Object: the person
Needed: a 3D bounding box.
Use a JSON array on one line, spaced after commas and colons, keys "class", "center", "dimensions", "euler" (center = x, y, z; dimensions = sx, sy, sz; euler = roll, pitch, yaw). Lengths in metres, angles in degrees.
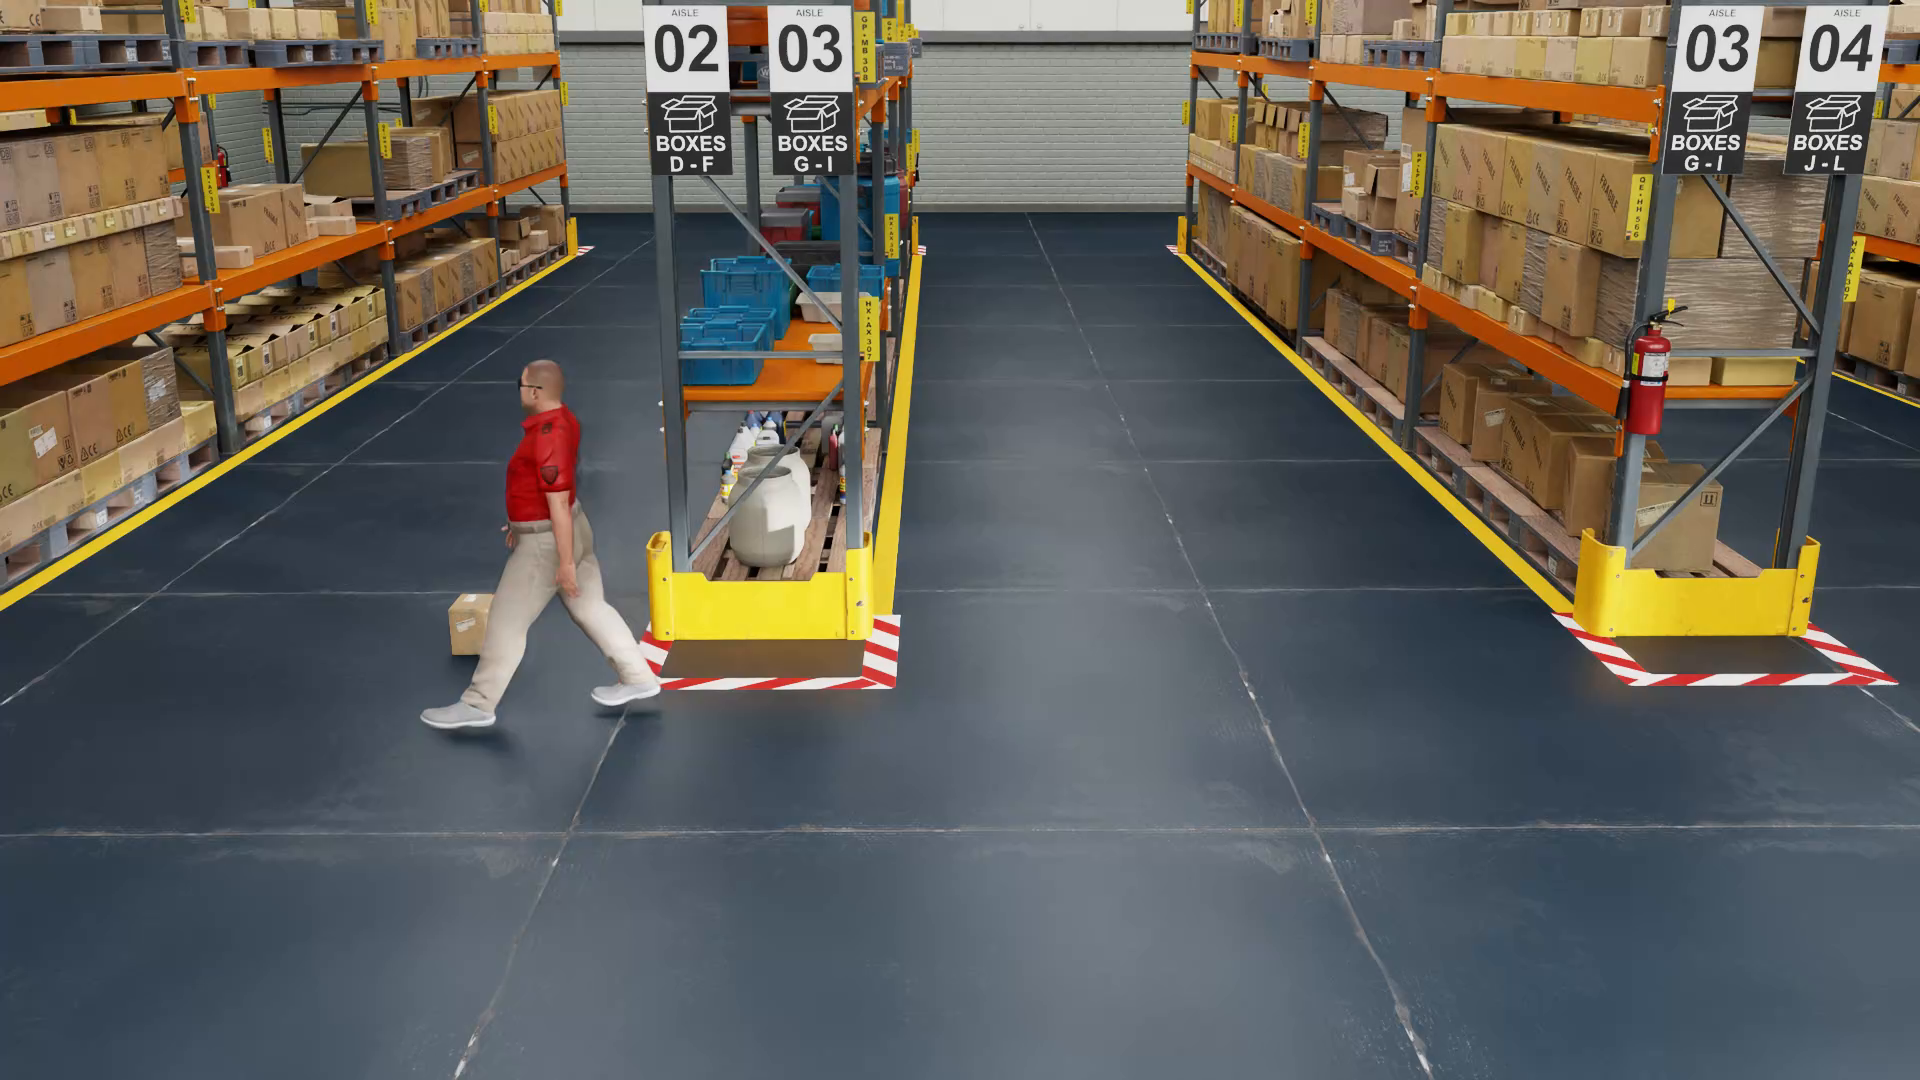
[{"class": "person", "center": [-1.939, -0.004, 7.565], "dimensions": [1.038, 1.659, 0.571], "euler": [0, 17, 0]}]
